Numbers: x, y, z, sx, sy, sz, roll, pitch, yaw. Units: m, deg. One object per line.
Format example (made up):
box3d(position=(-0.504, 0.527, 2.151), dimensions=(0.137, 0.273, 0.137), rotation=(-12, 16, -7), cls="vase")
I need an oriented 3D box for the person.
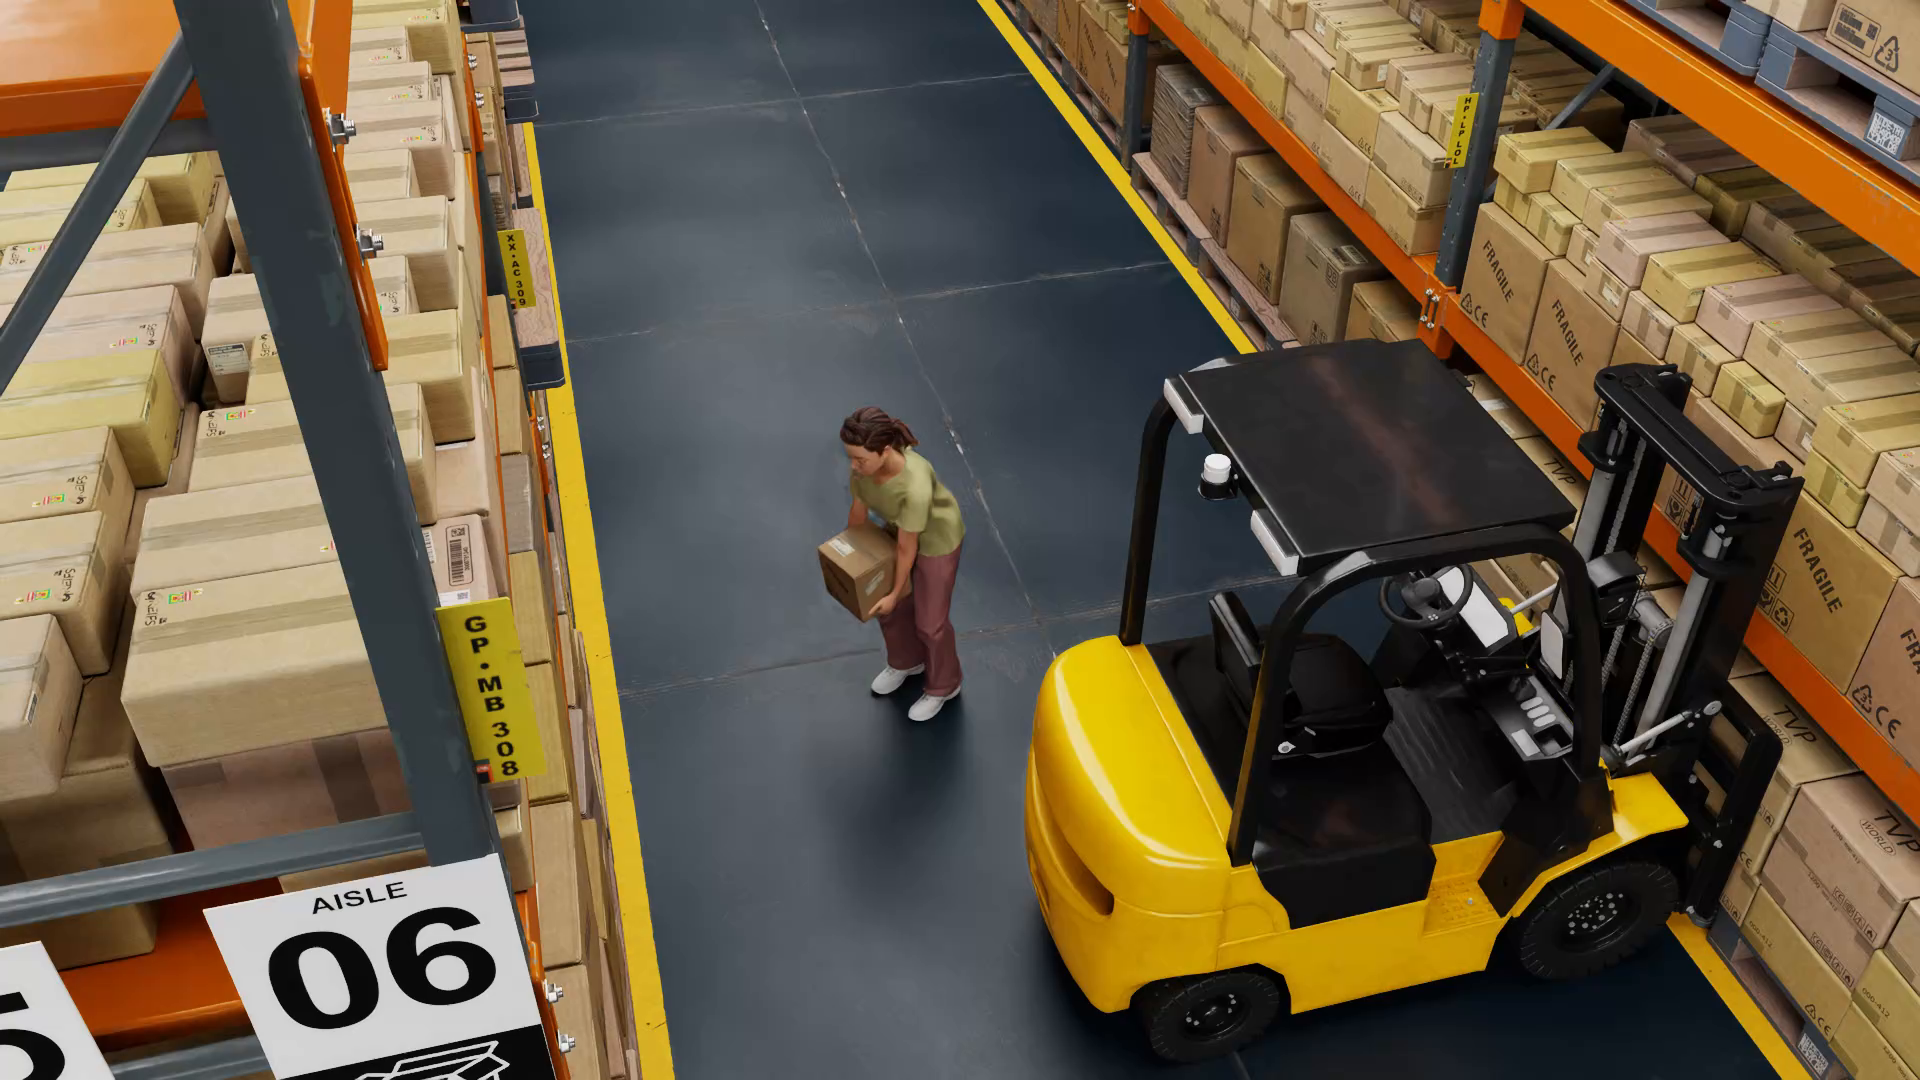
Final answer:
box3d(position=(-0.237, 0.076, 6.688), dimensions=(0.410, 1.595, 0.554), rotation=(32, 48, 34), cls="person")
